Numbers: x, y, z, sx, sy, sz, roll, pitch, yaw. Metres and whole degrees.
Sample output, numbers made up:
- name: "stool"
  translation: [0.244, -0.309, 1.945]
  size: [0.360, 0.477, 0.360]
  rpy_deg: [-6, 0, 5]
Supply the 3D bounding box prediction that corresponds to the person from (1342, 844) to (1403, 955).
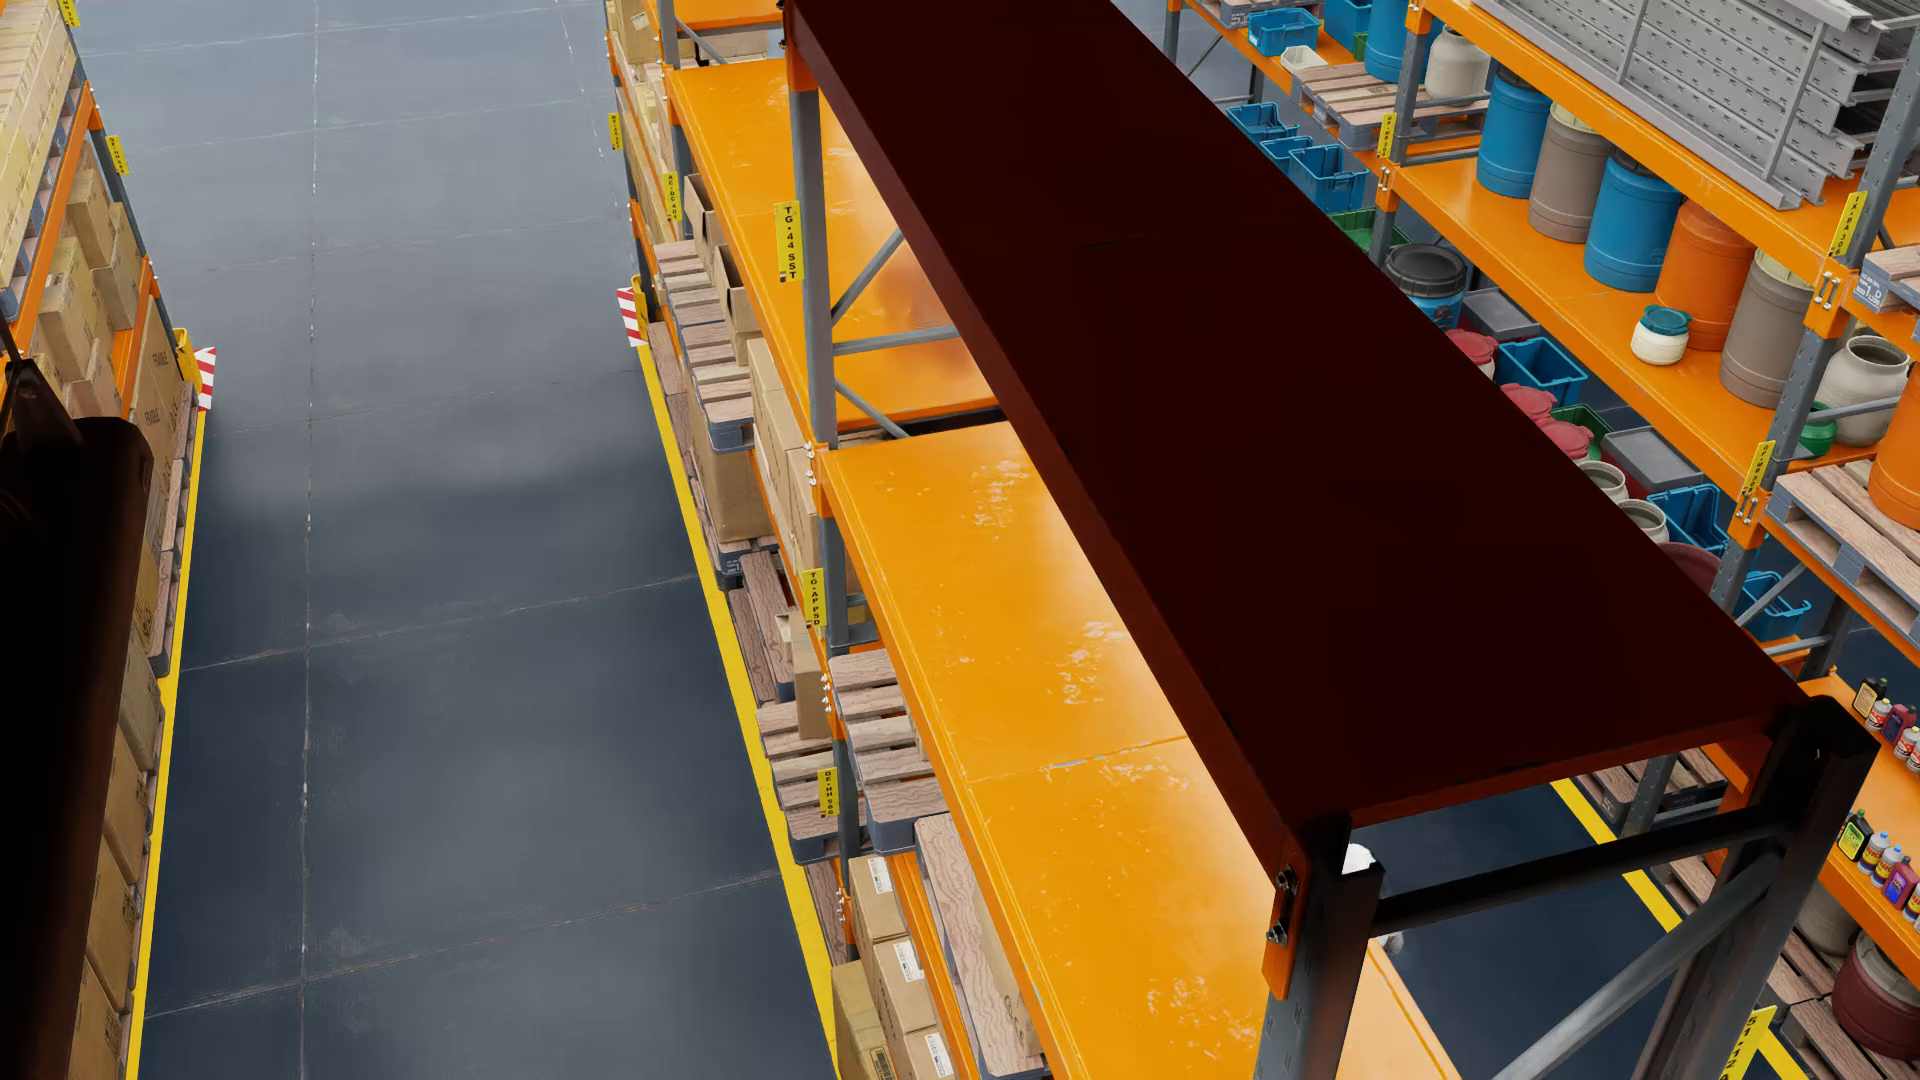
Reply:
- name: "person"
  translation: [1.837, 2.178, 8.246]
  size: [0.674, 1.704, 0.652]
  rpy_deg: [-6, 39, -8]
